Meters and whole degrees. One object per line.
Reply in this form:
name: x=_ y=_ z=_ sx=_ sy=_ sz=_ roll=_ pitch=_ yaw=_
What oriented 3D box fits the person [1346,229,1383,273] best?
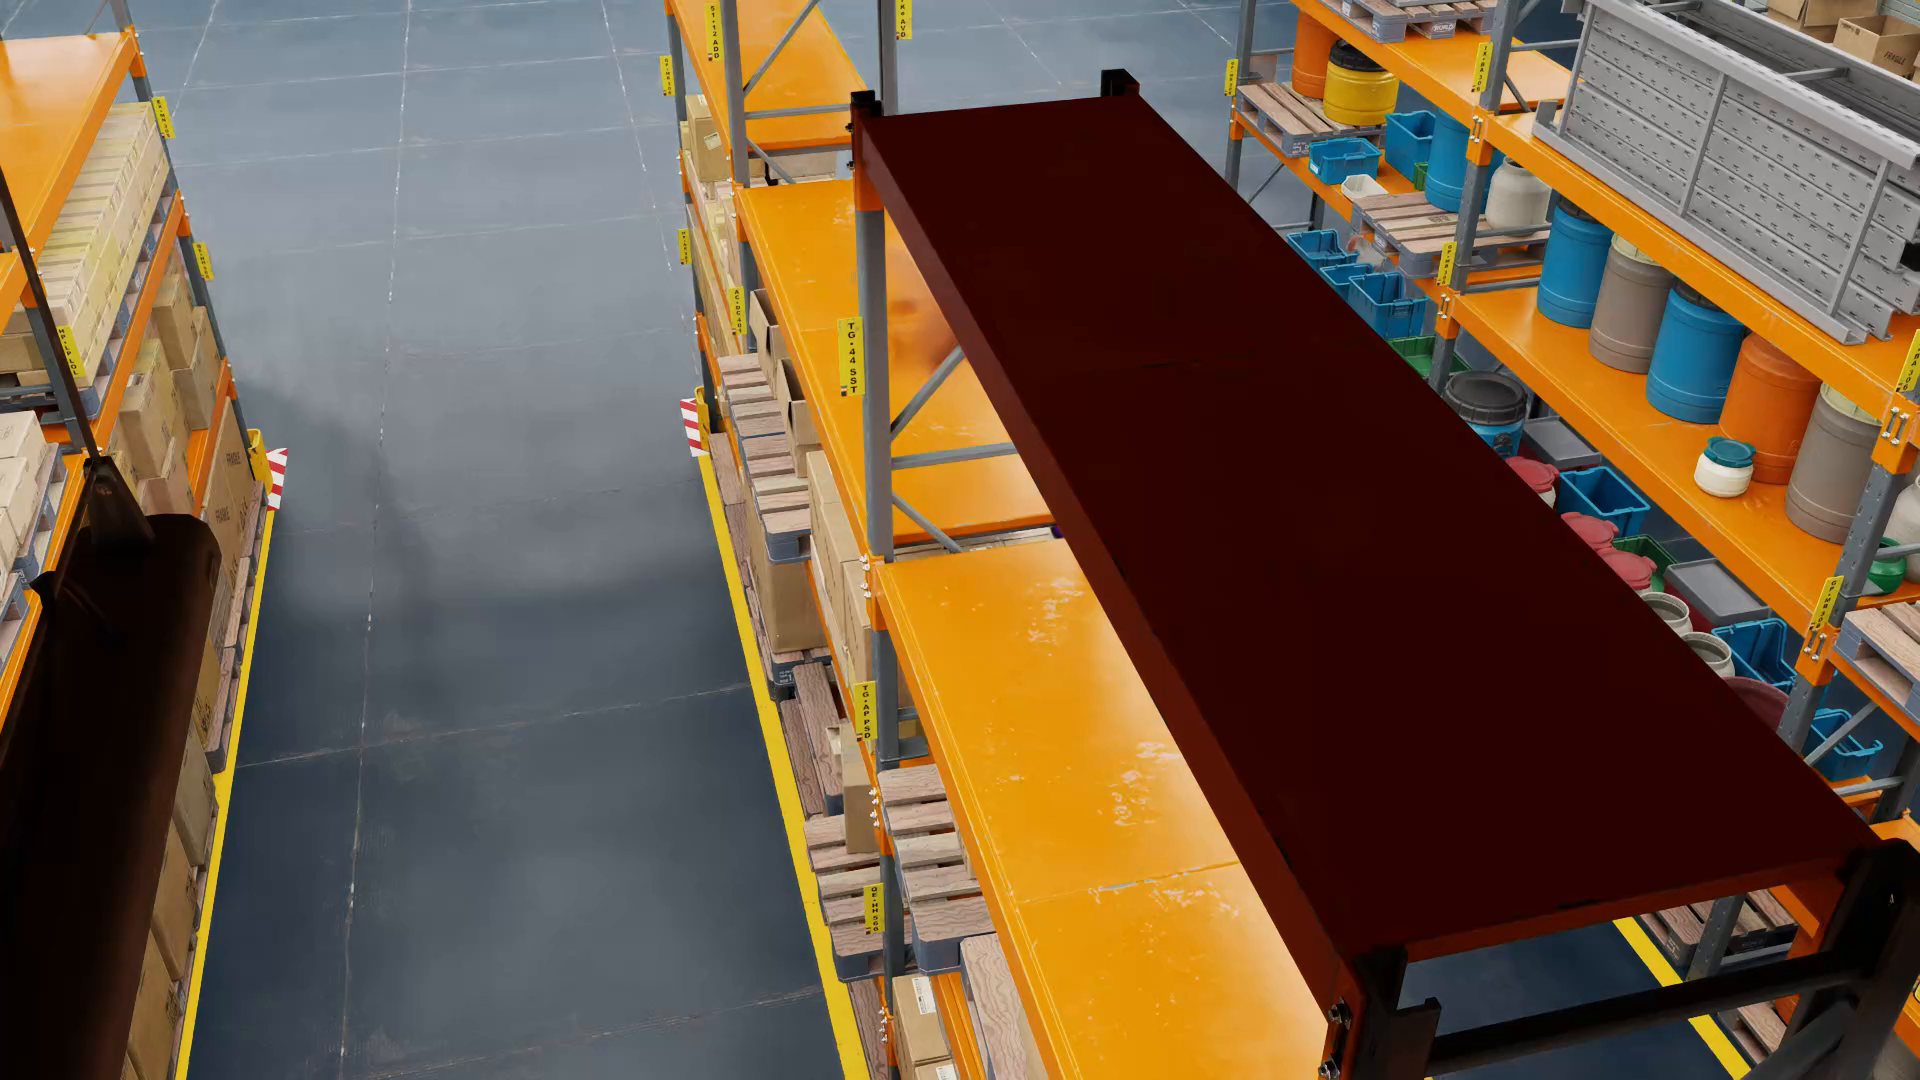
person: x=4.110 y=-2.805 z=16.769 sx=0.588 sy=1.632 sz=0.562 roll=-15 pitch=37 yaw=-21

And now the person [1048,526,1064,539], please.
person: x=0.435 y=0.209 z=12.241 sx=0.714 sy=1.745 sz=0.898 roll=-10 pitch=36 yaw=-14
